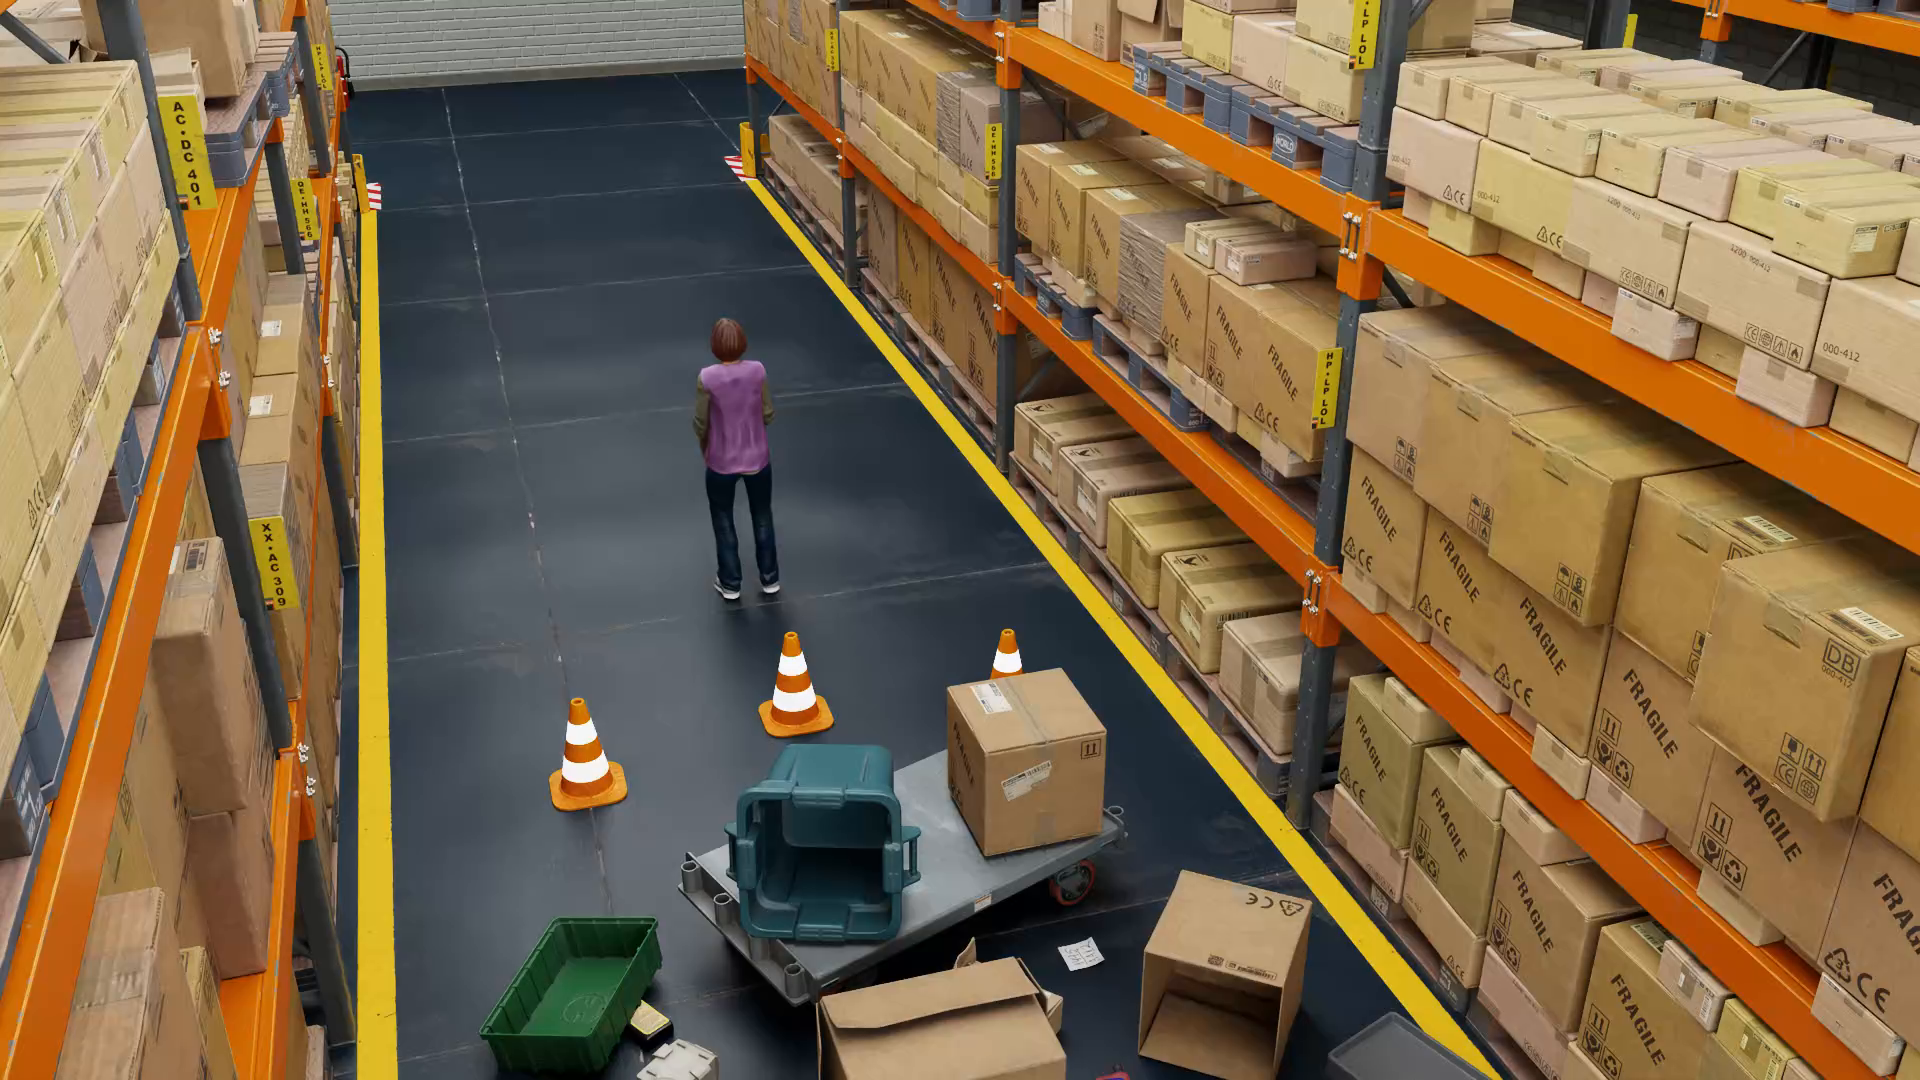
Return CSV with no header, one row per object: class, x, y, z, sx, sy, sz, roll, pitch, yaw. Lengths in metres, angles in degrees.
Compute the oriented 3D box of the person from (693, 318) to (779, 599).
person,-1.215,-0.446,9.002,0.444,1.603,0.411,-9,28,-17
